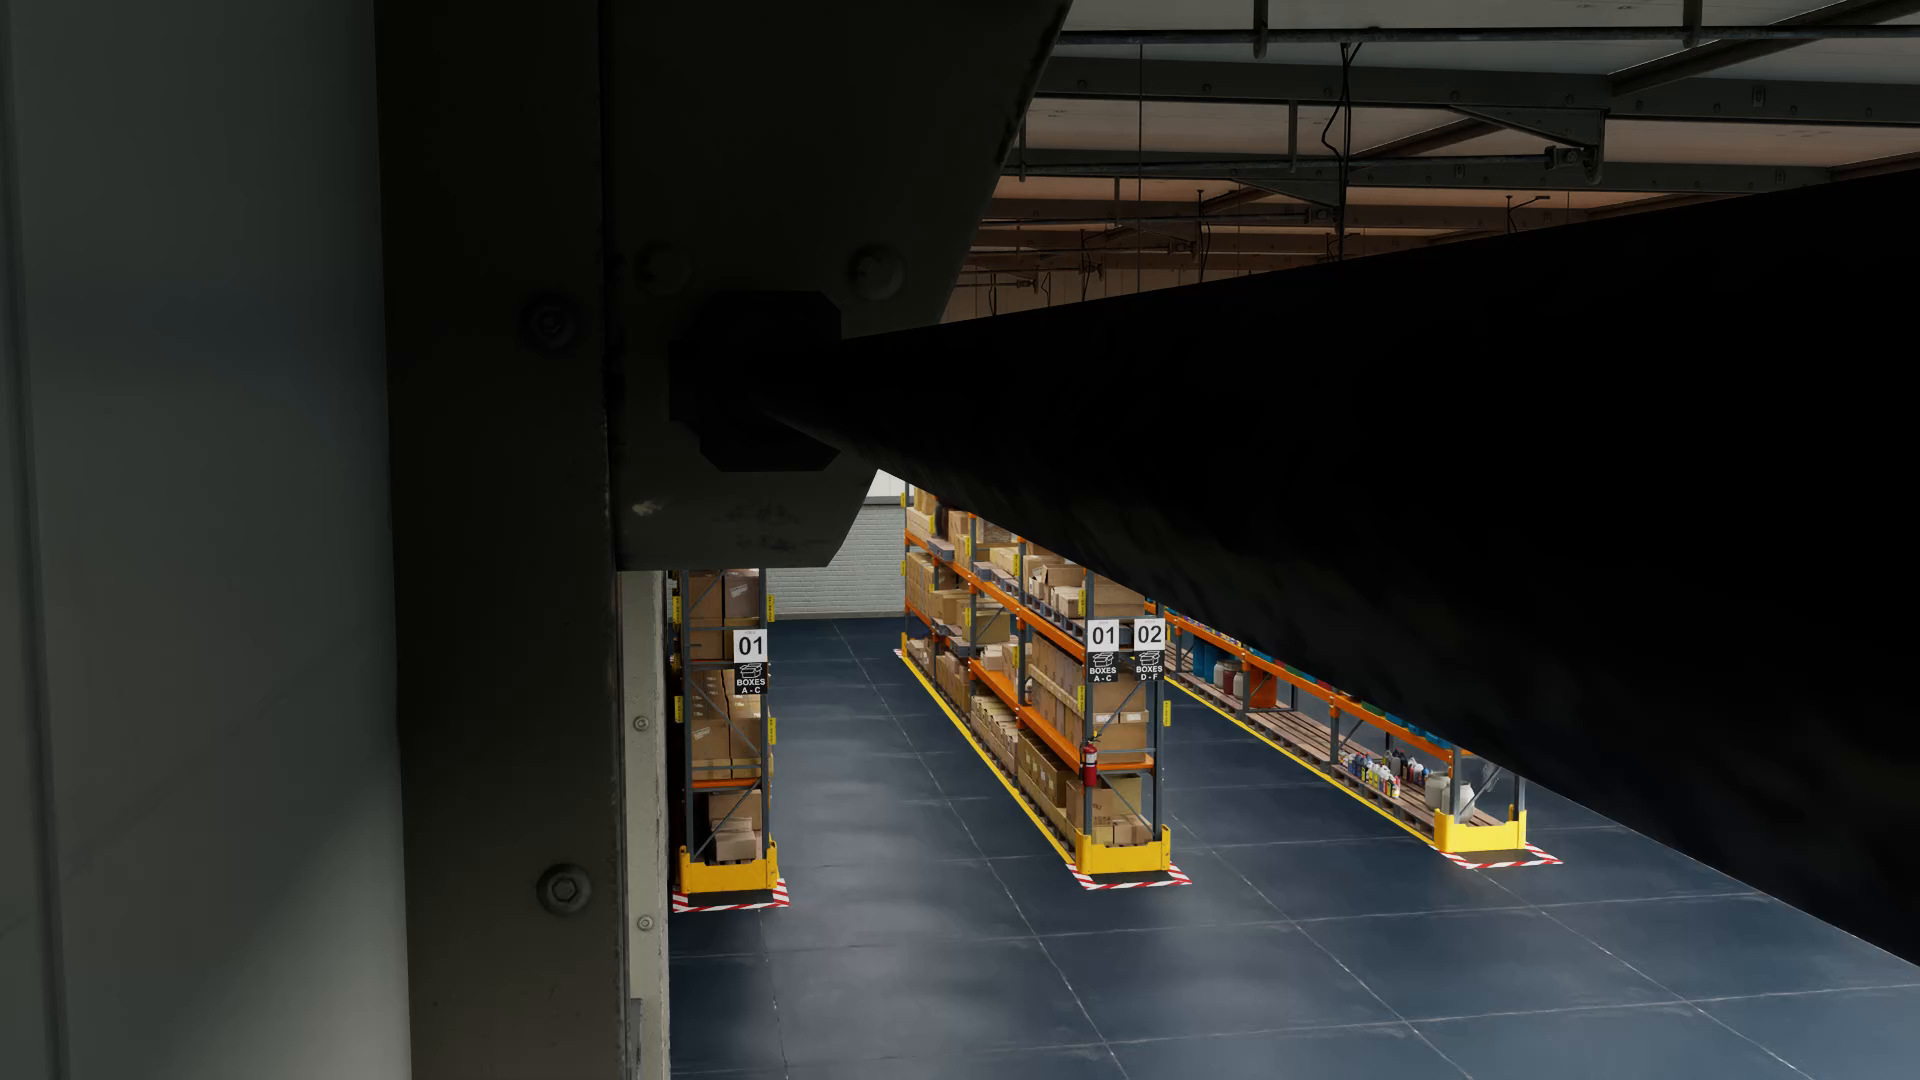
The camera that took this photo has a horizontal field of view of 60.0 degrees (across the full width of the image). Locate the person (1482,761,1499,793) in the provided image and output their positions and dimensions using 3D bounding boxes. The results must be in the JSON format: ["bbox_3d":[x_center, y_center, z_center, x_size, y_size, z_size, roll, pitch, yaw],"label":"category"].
[{"bbox_3d":[8.134,2.910,25.063,0.686,1.645,0.776,-1,6,-9],"label":"person"}]
